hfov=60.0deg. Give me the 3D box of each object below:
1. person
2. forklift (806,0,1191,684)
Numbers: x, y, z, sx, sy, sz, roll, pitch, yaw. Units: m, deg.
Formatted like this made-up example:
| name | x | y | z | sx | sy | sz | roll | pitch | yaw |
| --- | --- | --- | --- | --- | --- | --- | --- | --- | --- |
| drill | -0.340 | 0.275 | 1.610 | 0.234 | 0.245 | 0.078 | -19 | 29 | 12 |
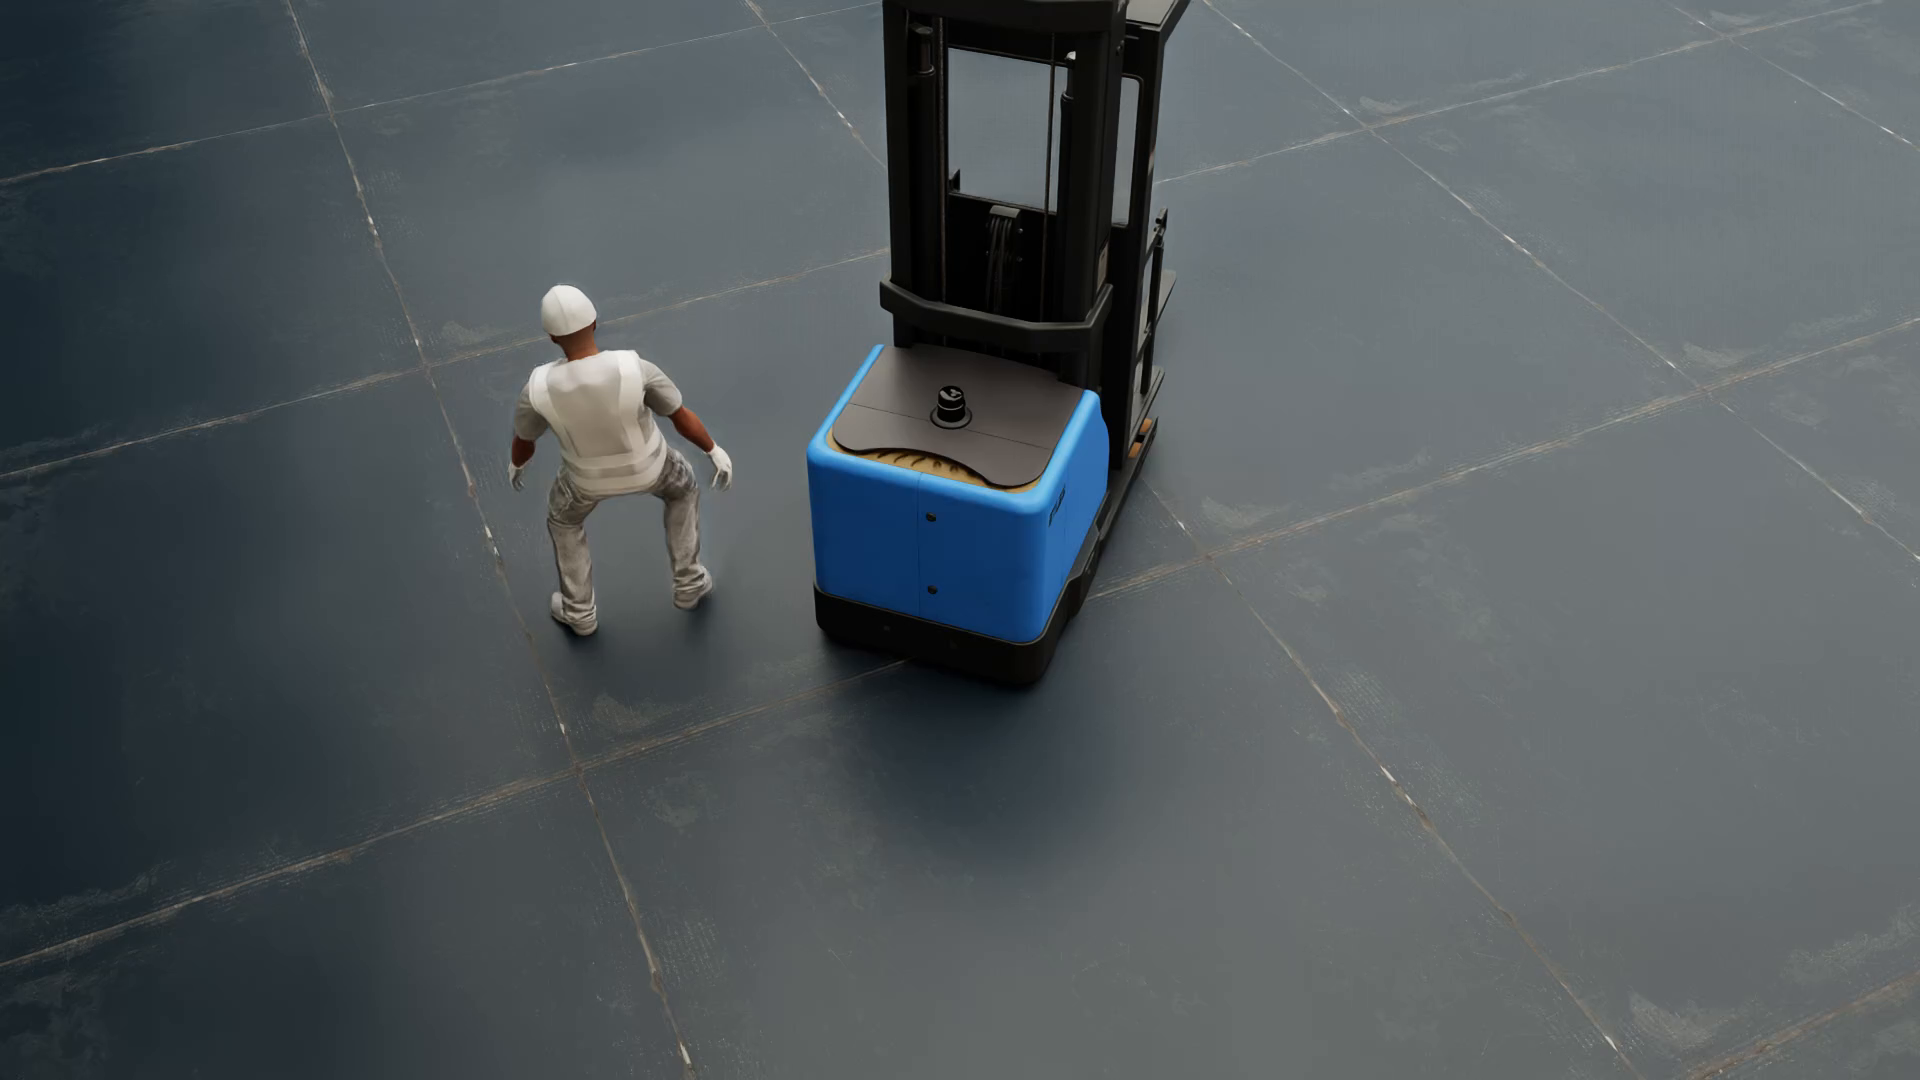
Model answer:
| name | x | y | z | sx | sy | sz | roll | pitch | yaw |
| --- | --- | --- | --- | --- | --- | --- | --- | --- | --- |
| person | -1.440 | -0.355 | 6.983 | 0.953 | 1.686 | 0.481 | -4 | 43 | -4 |
| forklift | 0.345 | -1.480 | 7.266 | 1.130 | 2.935 | 3.031 | 14 | 45 | 14 |
